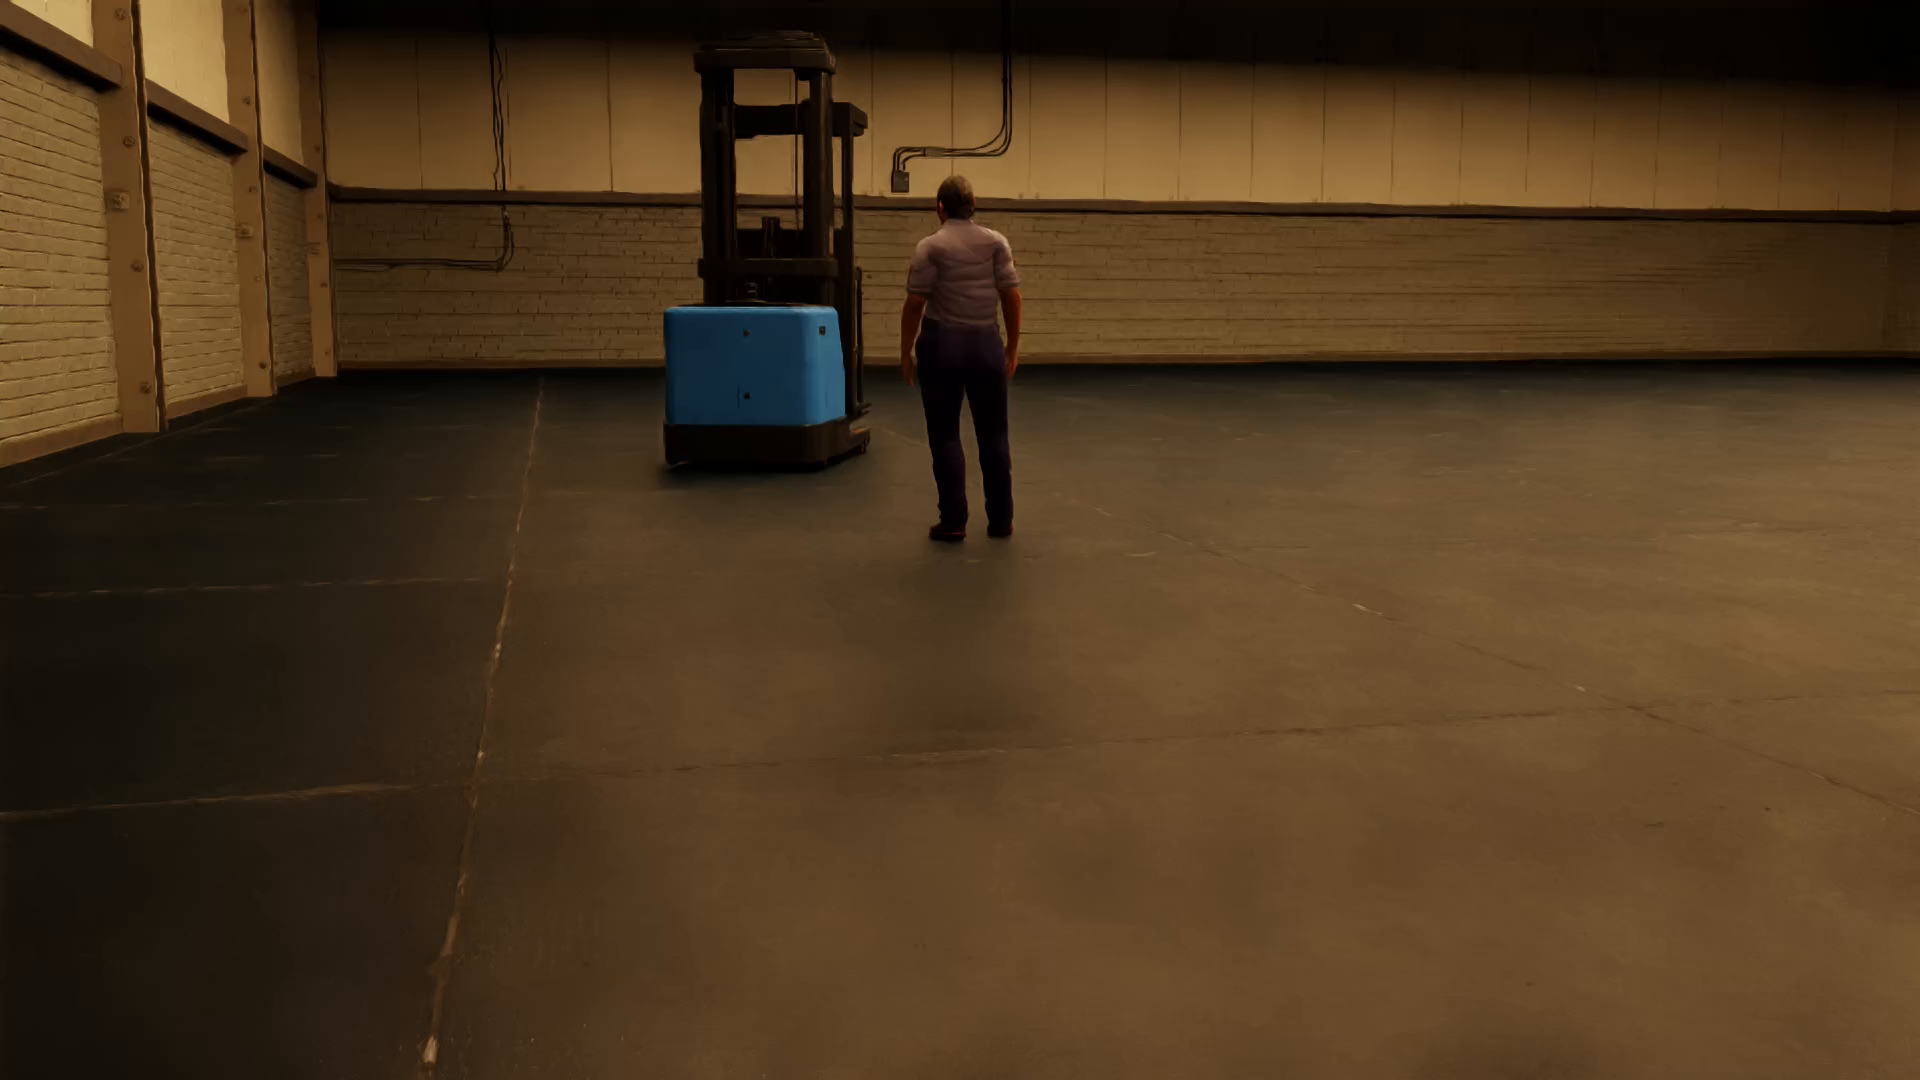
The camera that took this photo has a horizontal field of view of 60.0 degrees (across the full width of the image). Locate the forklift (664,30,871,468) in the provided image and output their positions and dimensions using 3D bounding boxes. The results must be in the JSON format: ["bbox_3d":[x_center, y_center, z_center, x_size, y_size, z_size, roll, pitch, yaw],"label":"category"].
[{"bbox_3d":[-1.271,-2.102,12.146,1.130,2.935,3.031,1,8,6],"label":"forklift"}]

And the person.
[{"bbox_3d":[0.001,-0.832,7.684,0.599,1.642,0.502,-2,8,-13],"label":"person"}]
